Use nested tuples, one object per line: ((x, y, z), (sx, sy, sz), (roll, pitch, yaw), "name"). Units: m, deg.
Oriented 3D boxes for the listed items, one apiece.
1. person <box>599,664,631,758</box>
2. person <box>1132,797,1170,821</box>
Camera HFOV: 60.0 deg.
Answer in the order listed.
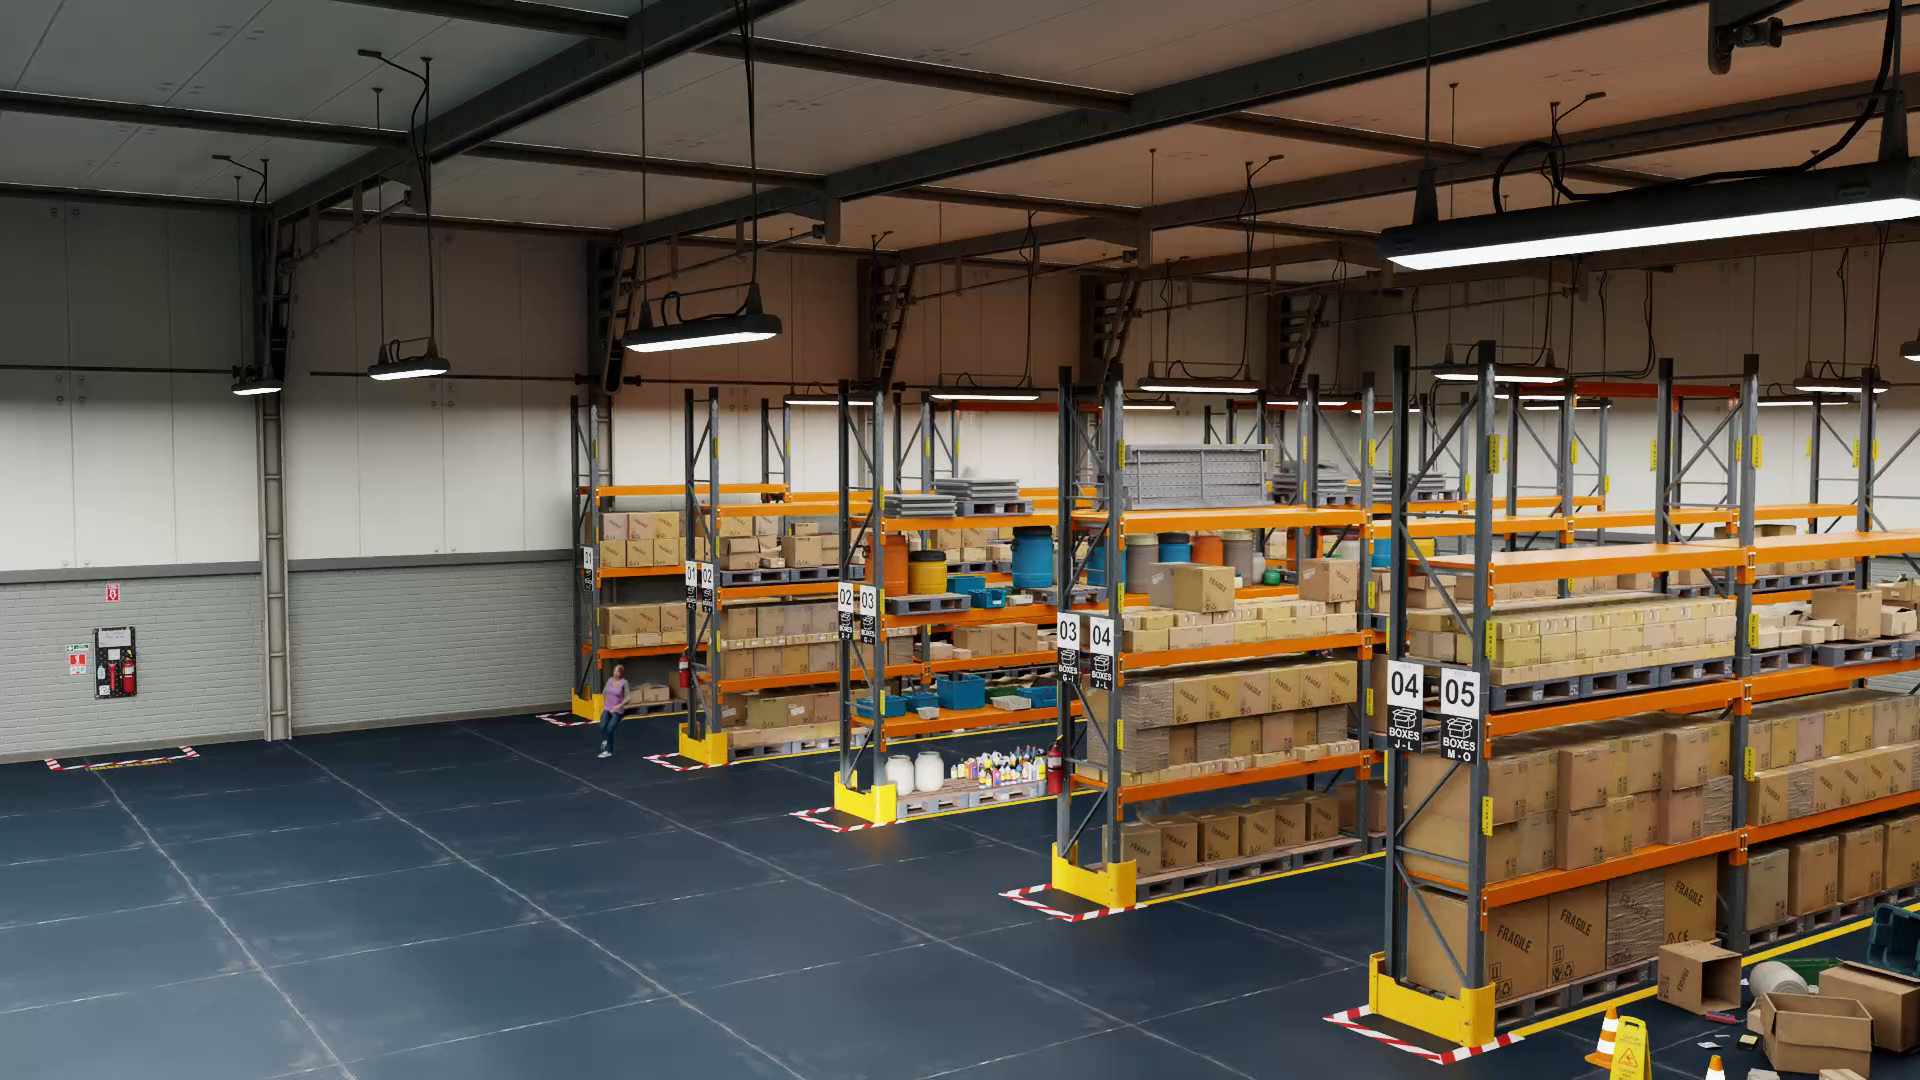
((-5.617, 2.780, 26.933), (0.563, 1.527, 0.487), (1, 4, 13), "person")
((2.535, 2.976, 21.886), (0.681, 1.767, 0.753), (3, 5, 45), "person")
